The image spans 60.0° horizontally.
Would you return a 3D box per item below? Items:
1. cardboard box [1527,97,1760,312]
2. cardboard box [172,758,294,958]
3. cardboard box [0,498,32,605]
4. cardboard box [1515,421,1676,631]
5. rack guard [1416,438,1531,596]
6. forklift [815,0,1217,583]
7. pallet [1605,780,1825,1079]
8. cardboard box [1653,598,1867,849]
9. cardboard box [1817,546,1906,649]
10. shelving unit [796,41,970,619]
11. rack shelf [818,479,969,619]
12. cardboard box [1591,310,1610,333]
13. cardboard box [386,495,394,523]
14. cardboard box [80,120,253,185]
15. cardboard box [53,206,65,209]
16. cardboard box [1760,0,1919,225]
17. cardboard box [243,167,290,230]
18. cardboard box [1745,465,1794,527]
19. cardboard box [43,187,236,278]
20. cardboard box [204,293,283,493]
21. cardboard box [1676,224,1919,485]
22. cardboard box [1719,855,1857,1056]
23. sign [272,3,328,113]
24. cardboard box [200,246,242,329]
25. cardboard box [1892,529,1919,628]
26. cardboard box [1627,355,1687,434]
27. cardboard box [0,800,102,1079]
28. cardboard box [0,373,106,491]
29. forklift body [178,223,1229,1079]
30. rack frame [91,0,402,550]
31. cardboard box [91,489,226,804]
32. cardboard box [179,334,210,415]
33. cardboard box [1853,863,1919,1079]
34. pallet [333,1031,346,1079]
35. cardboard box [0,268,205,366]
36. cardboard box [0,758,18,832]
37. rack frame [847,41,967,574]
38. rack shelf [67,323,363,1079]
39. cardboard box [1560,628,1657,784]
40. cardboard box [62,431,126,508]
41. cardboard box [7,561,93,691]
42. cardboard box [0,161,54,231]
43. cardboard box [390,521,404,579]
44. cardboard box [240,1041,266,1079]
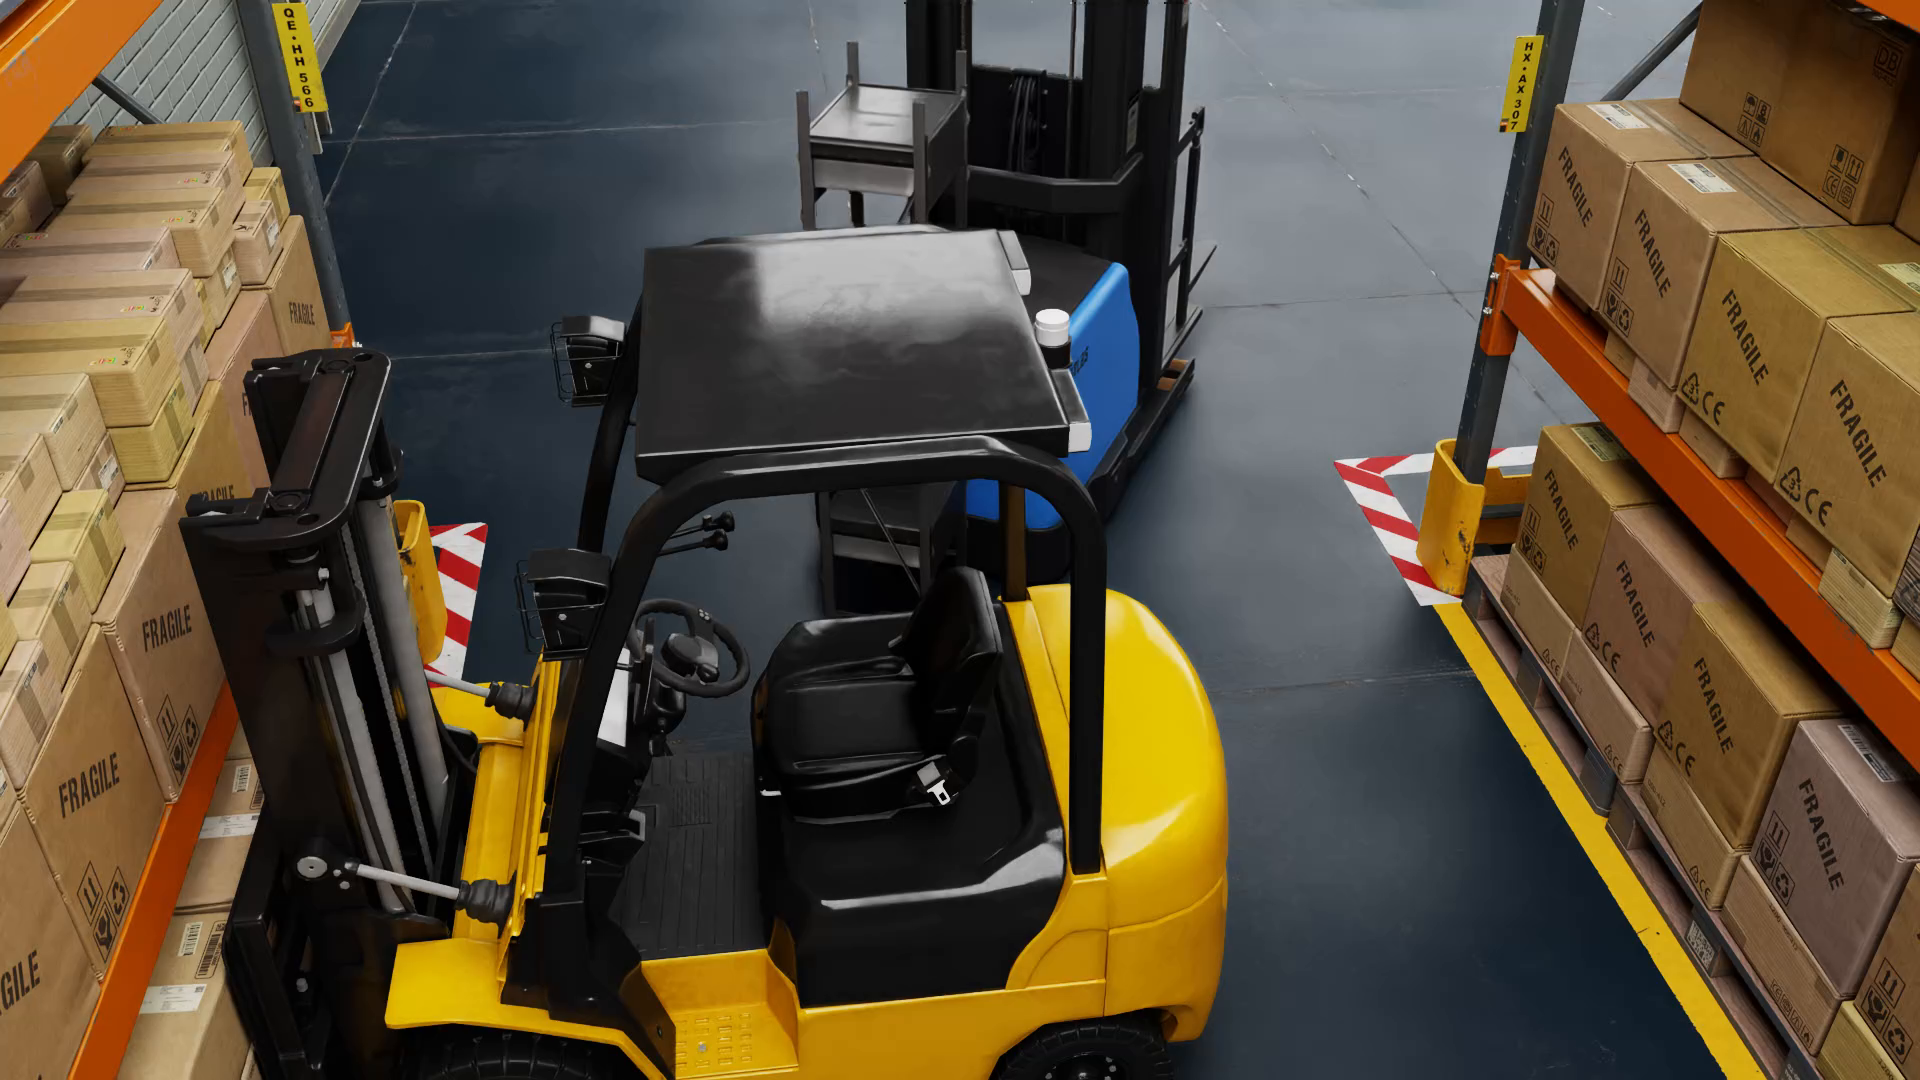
[{"bbox_3d":[2.201,-1.081,5.319,0.500,0.500,0.500,-5,35,-7],"label":"cardboard box"},{"bbox_3d":[-1.922,0.808,4.082,0.500,0.250,0.500,-5,35,-7],"label":"cardboard box"},{"bbox_3d":[-1.969,0.063,3.065,0.380,0.149,0.250,-5,35,-7],"label":"cardboard box"},{"bbox_3d":[2.250,-0.065,5.584,0.500,0.500,0.500,-5,35,-8],"label":"cardboard box"},{"bbox_3d":[2.422,-0.126,6.492,1.175,0.500,0.348,-4,35,-6],"label":"rack guard"},{"bbox_3d":[0.447,-1.869,6.890,1.130,2.935,3.031,13,36,18],"label":"forklift"},{"bbox_3d":[2.657,1.128,4.907,1.003,0.211,1.213,-4,35,-6],"label":"pallet"},{"bbox_3d":[2.384,0.507,4.745,0.500,0.500,0.500,-4,34,-5],"label":"cardboard box"},{"bbox_3d":[2.389,0.125,4.126,0.380,0.149,0.250,-4,34,-6],"label":"cardboard box"},{"bbox_3d":[-0.236,-0.589,5.750,0.431,2.100,0.503,9,35,12],"label":"shelving unit"},{"bbox_3d":[-0.236,0.001,6.152,0.431,0.518,0.480,9,35,12],"label":"rack shelf"},{"bbox_3d":[2.301,-0.753,5.414,0.380,0.149,0.250,-4,34,-6],"label":"cardboard box"},{"bbox_3d":[-2.135,-0.041,5.327,0.500,0.250,0.500,-3,34,-5],"label":"cardboard box"},{"bbox_3d":[-2.249,-1.072,4.731,0.380,0.149,0.250,-4,35,-6],"label":"cardboard box"},{"bbox_3d":[-2.718,-0.924,4.778,0.380,0.149,0.250,-5,35,-8],"label":"cardboard box"},{"bbox_3d":[2.757,-1.228,4.647,0.700,0.500,0.500,-4,34,-6],"label":"cardboard box"},{"bbox_3d":[-2.182,-0.961,4.832,0.380,0.149,0.250,-4,34,-6],"label":"cardboard box"},{"bbox_3d":[2.407,-0.169,4.557,0.380,0.149,0.250,-3,34,-5],"label":"cardboard box"},{"bbox_3d":[-2.123,-0.793,4.321,0.380,0.149,0.250,-4,34,-5],"label":"cardboard box"},{"bbox_3d":[-2.119,-0.320,4.467,0.500,0.500,0.500,-3,34,-5],"label":"cardboard box"},{"bbox_3d":[2.343,-0.508,4.478,0.500,0.500,0.500,-5,35,-7],"label":"cardboard box"},{"bbox_3d":[2.459,1.103,4.537,0.500,0.250,0.500,-4,34,-6],"label":"cardboard box"},{"bbox_3d":[-1.967,-1.433,4.951,0.100,0.325,0.005,-4,35,-6],"label":"sign"},{"bbox_3d":[-2.144,-0.671,4.406,0.380,0.149,0.250,-4,34,-5],"label":"cardboard box"},{"bbox_3d":[2.493,0.061,3.644,0.500,0.500,0.500,-3,34,-5],"label":"cardboard box"},{"bbox_3d":[2.244,-0.454,4.975,0.380,0.149,0.250,-4,34,-6],"label":"cardboard box"},{"bbox_3d":[-1.856,0.810,2.809,0.500,0.500,0.500,-4,34,-6],"label":"cardboard box"},{"bbox_3d":[-2.037,-0.217,3.475,0.380,0.149,0.250,-4,34,-6],"label":"cardboard box"},{"bbox_3d":[-0.444,0.447,4.184,2.313,2.155,1.214,-4,35,-6],"label":"forklift body"},{"bbox_3d":[-2.506,-0.824,5.295,1.000,3.000,0.127,-4,35,-6],"label":"rack frame"},{"bbox_3d":[-1.972,0.246,3.637,0.500,0.500,0.500,-4,34,-6],"label":"cardboard box"},{"bbox_3d":[-2.039,-0.386,3.989,0.380,0.149,0.250,-5,35,-8],"label":"cardboard box"},{"bbox_3d":[2.534,1.090,3.890,0.500,0.500,0.500,-4,34,-6],"label":"cardboard box"},{"bbox_3d":[-2.201,1.431,4.462,1.003,0.211,1.213,-4,35,-6],"label":"pallet"},{"bbox_3d":[-2.019,-0.511,3.908,0.380,0.149,0.250,-4,34,-5],"label":"cardboard box"},{"bbox_3d":[-1.809,0.470,2.732,0.380,0.149,0.250,-4,34,-5],"label":"cardboard box"},{"bbox_3d":[-0.173,-0.722,5.945,0.400,2.100,0.015,9,35,12],"label":"rack frame"},{"bbox_3d":[-2.237,0.590,3.860,1.077,0.370,4.000,-4,35,-6],"label":"rack shelf"},{"bbox_3d":[2.307,0.517,5.396,0.500,0.250,0.500,-3,34,-5],"label":"cardboard box"},{"bbox_3d":[-2.041,-0.101,3.569,0.380,0.149,0.250,-5,35,-7],"label":"cardboard box"},{"bbox_3d":[-1.894,0.185,3.150,0.380,0.149,0.250,-5,35,-8],"label":"cardboard box"},{"bbox_3d":[-2.699,-0.899,4.477,0.380,0.149,0.250,-3,34,-5],"label":"cardboard box"},{"bbox_3d":[-2.131,0.180,5.447,0.500,0.250,0.500,-5,35,-7],"label":"cardboard box"},{"bbox_3d":[-1.853,1.309,3.791,0.500,0.250,0.500,-5,35,-7],"label":"cardboard box"}]
